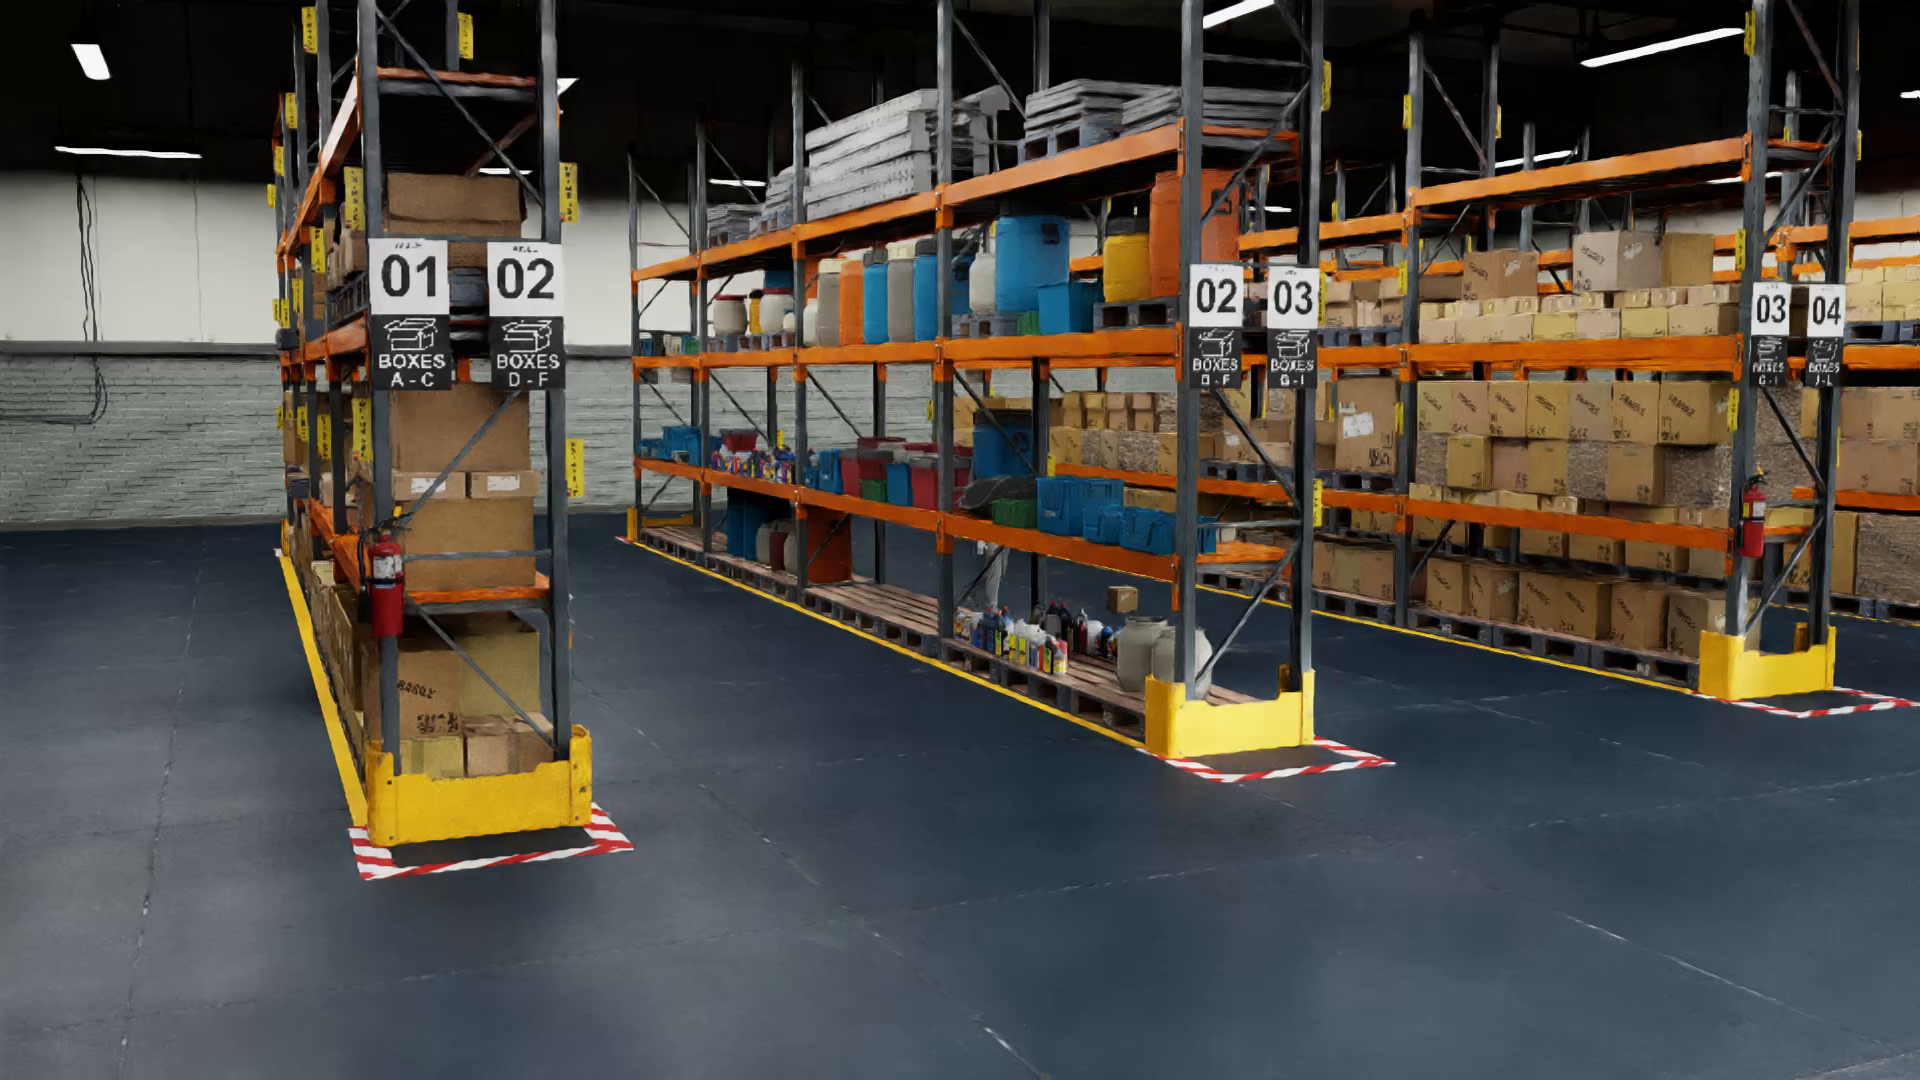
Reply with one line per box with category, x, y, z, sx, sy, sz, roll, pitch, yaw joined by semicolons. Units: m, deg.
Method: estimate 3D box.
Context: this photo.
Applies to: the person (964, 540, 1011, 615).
person;0.299;-0.037;17.379;0.646;1.641;0.589;2;6;20
